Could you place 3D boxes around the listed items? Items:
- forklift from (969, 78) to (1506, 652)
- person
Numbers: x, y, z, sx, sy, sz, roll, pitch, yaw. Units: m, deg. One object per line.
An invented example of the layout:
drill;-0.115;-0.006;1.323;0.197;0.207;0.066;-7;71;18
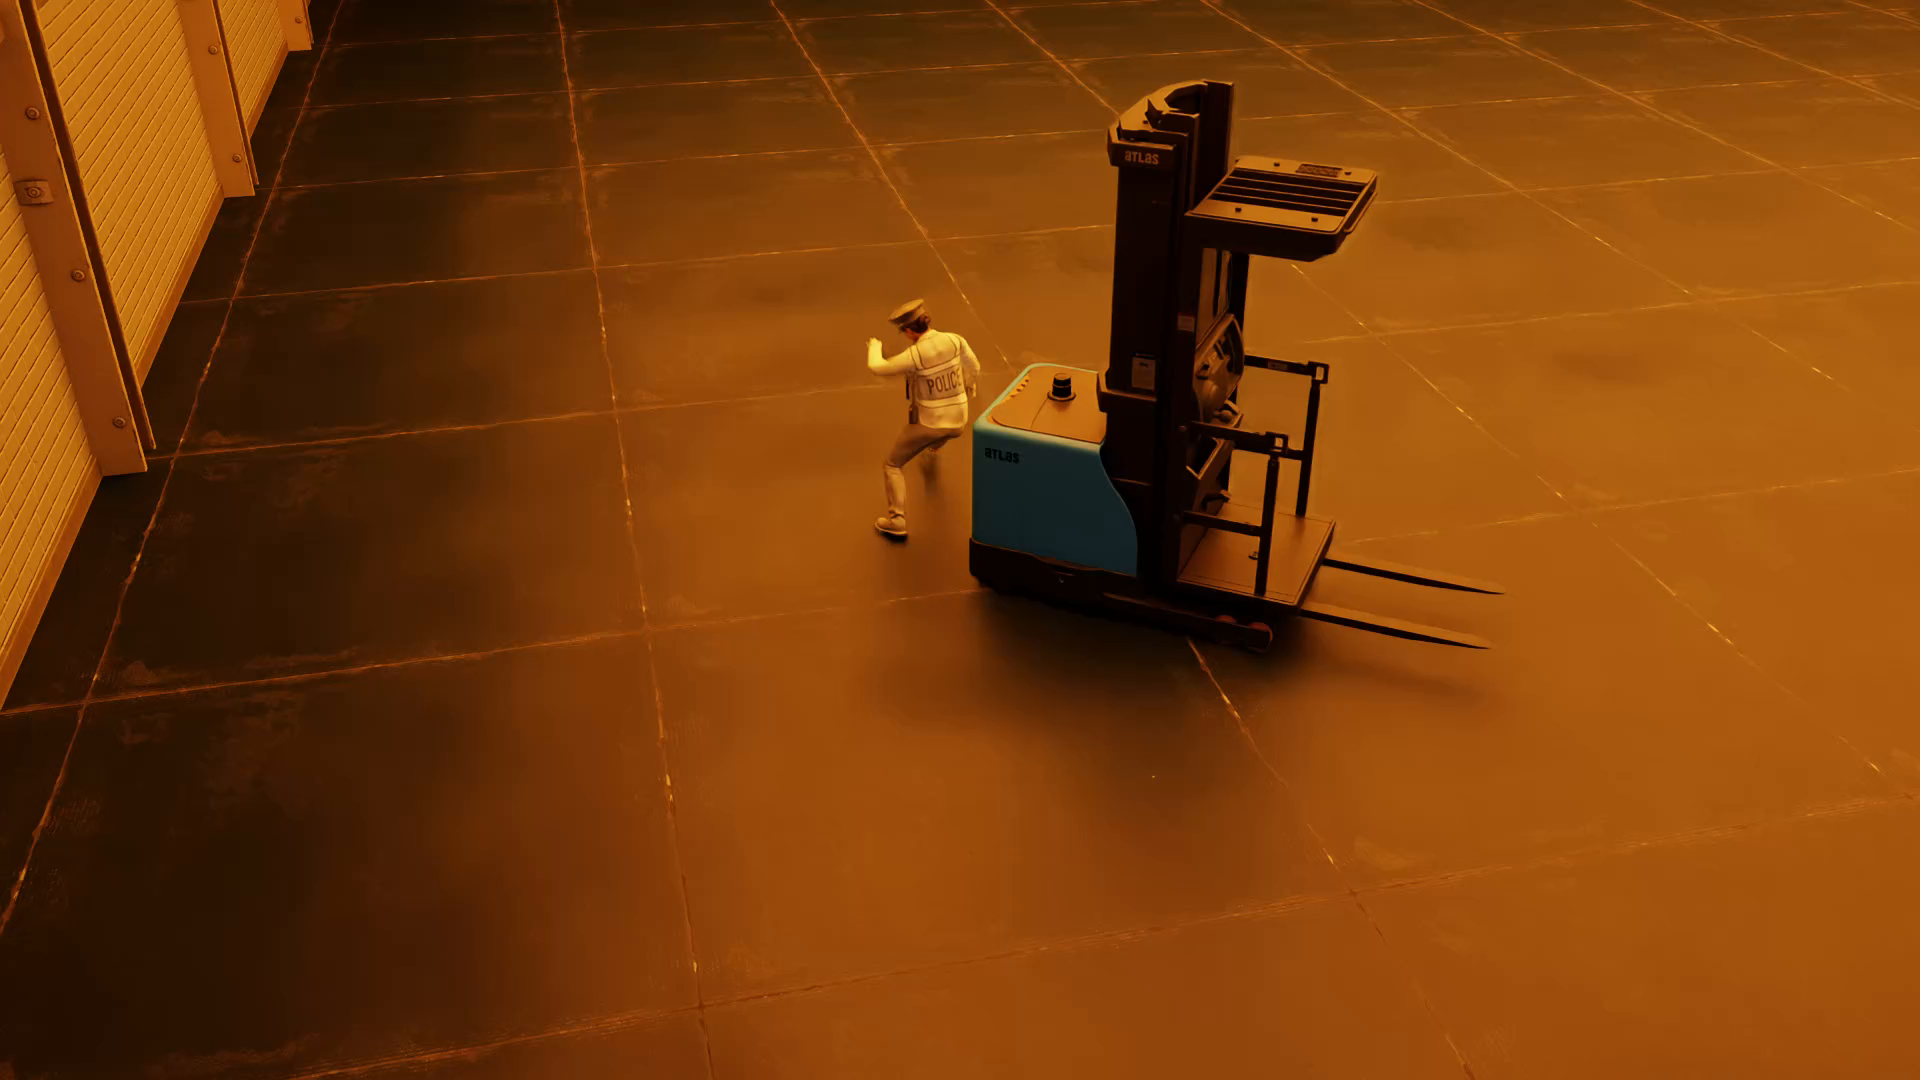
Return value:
forklift;1.622;-0.939;9.196;3.031;2.935;1.130;12;32;20
person;-0.304;-0.929;10.730;0.910;1.425;1.106;-16;34;-25
